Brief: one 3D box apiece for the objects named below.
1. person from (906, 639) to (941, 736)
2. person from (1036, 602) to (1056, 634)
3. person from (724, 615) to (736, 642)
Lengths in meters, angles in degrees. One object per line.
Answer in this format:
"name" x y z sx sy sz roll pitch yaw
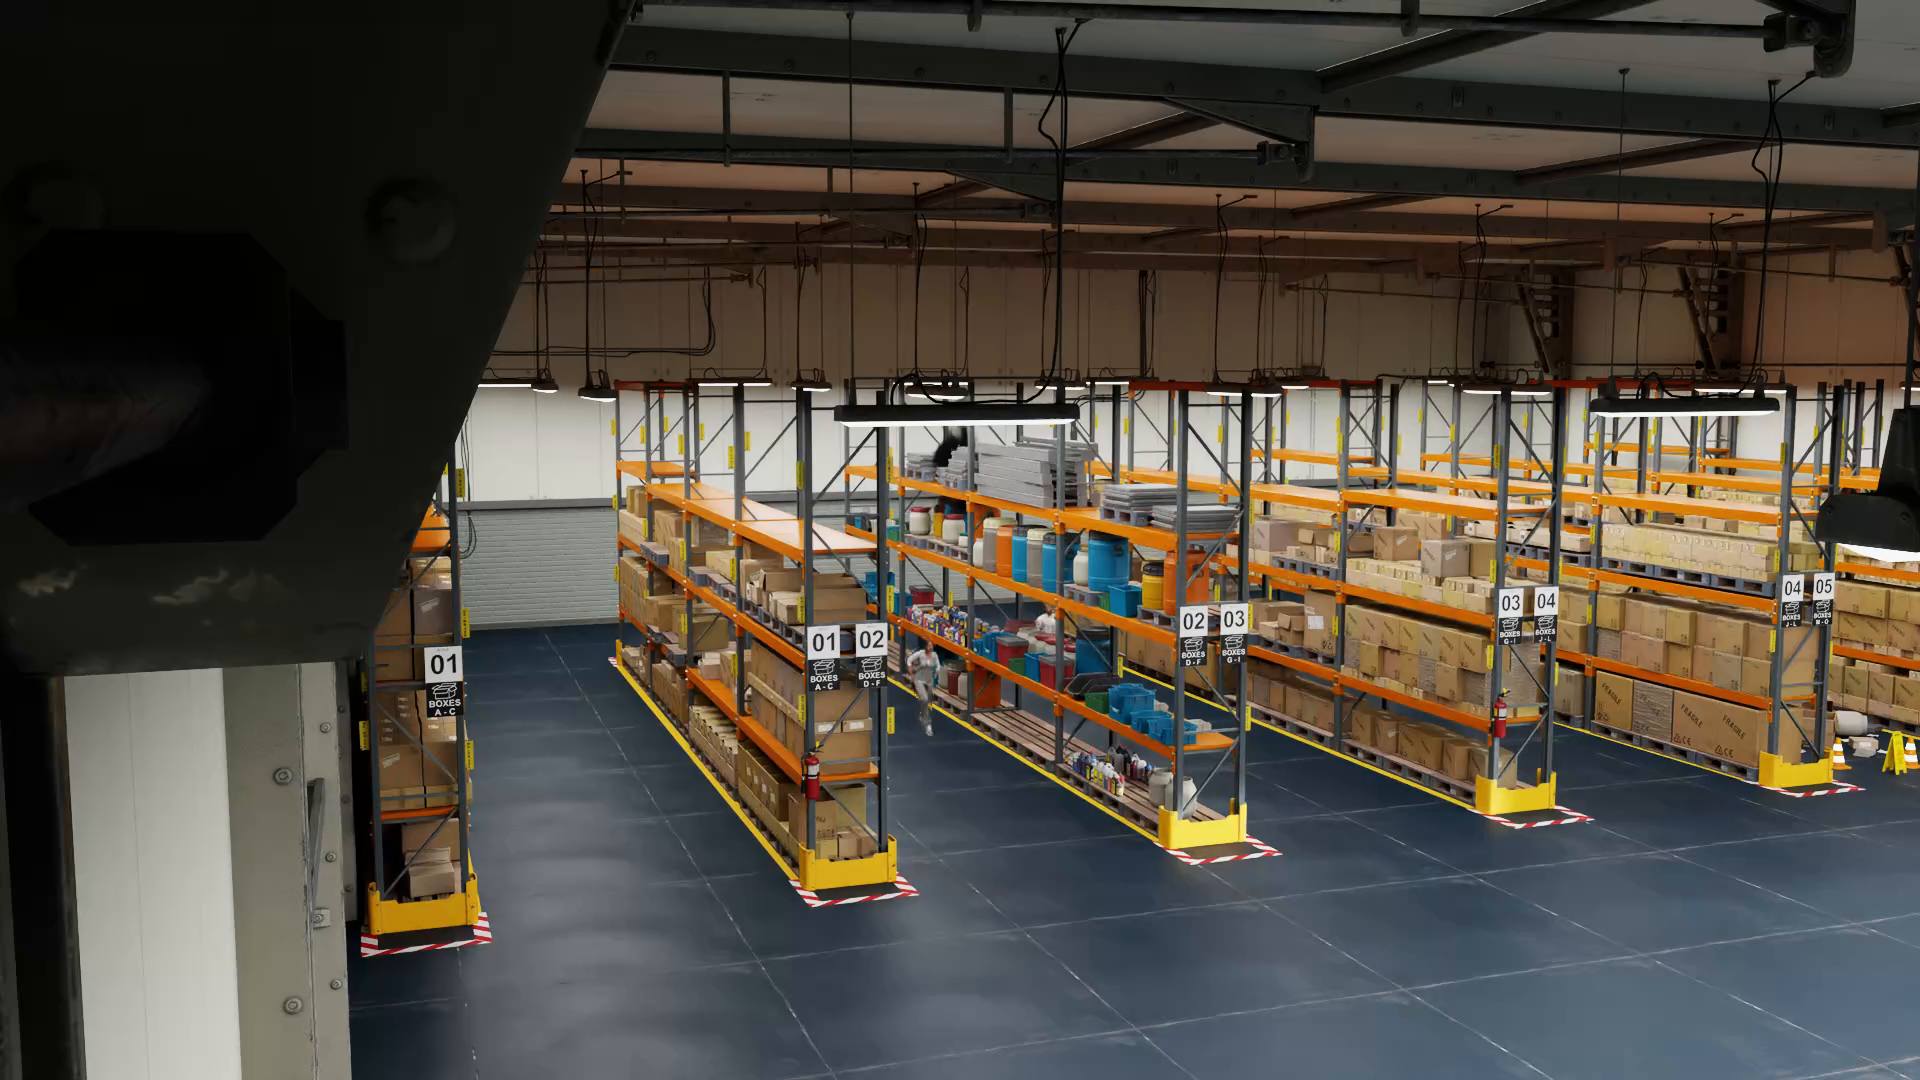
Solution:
"person" -0.601 2.418 27.861 0.566 1.581 0.841 -2 6 -21
"person" 1.693 1.948 31.705 0.616 1.660 0.554 -3 7 -25
"person" -4.900 1.845 34.923 0.569 1.617 0.554 -3 7 -24
